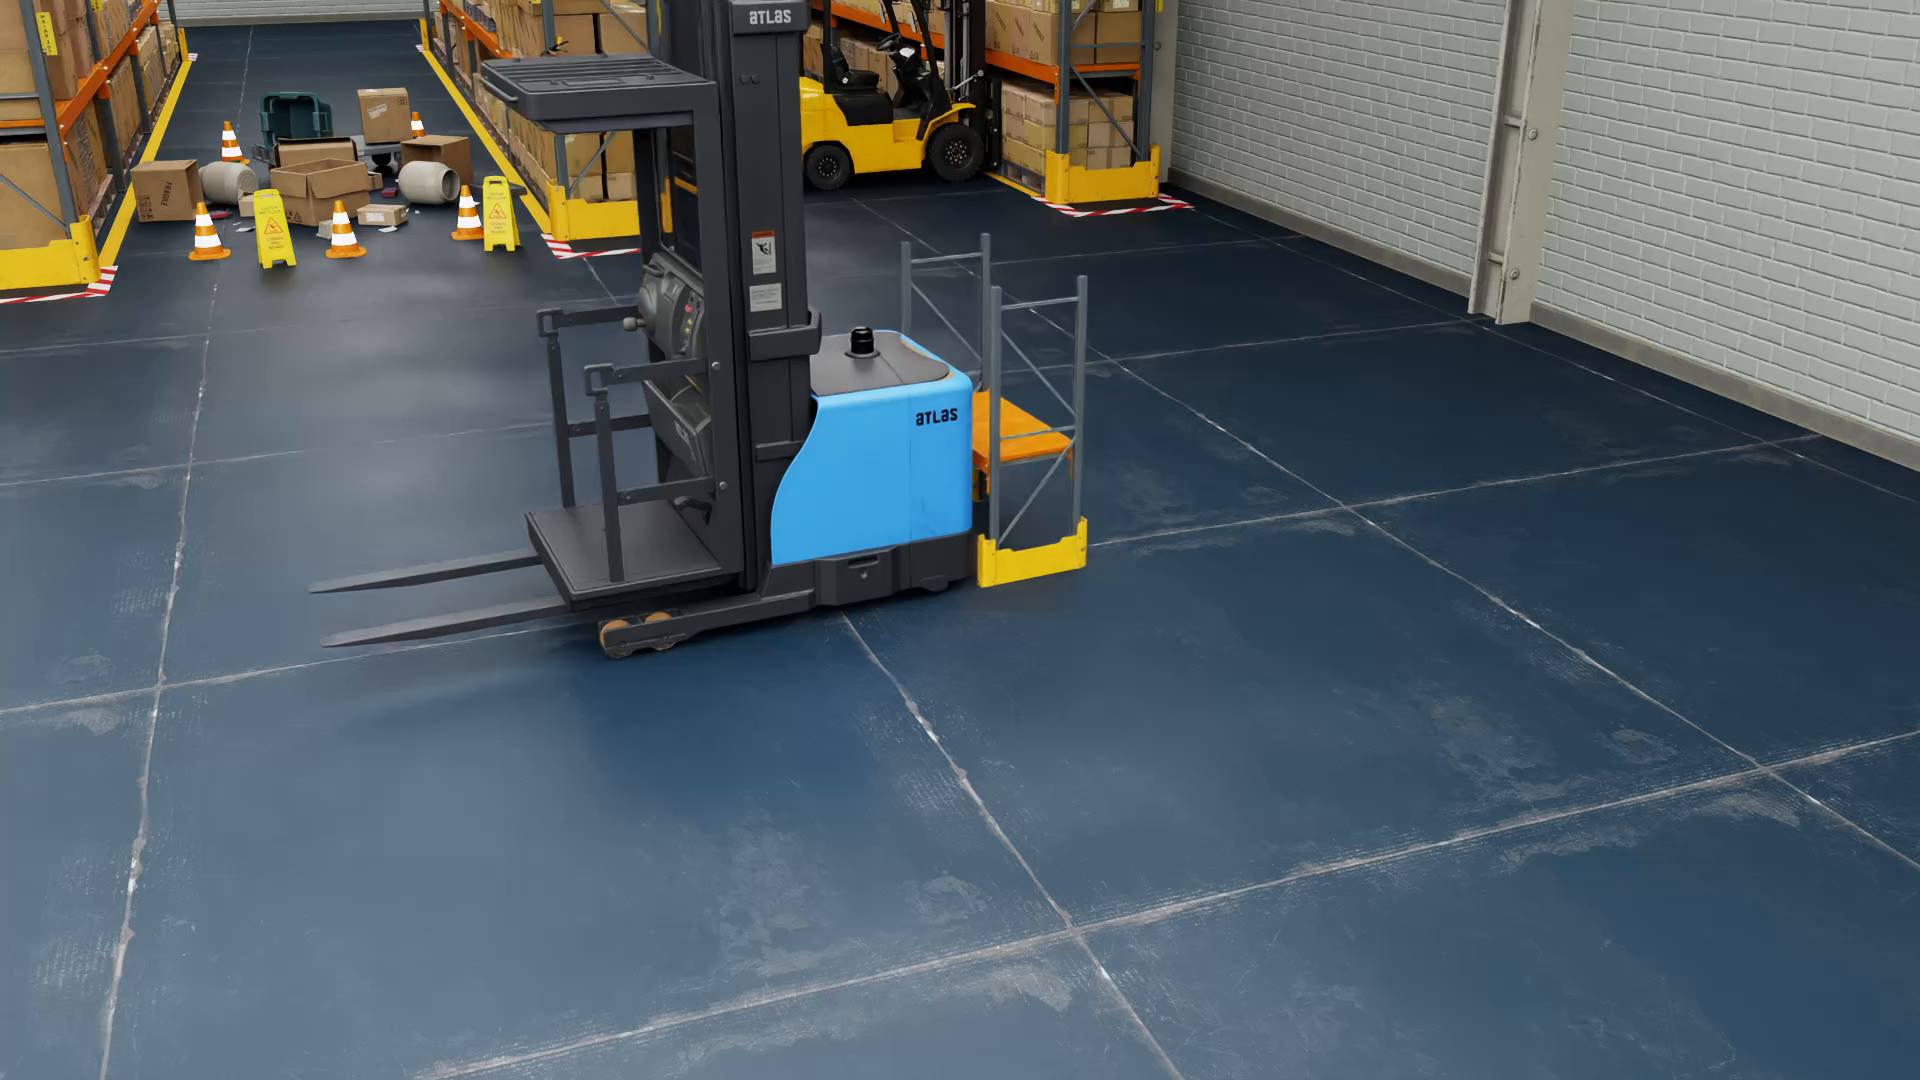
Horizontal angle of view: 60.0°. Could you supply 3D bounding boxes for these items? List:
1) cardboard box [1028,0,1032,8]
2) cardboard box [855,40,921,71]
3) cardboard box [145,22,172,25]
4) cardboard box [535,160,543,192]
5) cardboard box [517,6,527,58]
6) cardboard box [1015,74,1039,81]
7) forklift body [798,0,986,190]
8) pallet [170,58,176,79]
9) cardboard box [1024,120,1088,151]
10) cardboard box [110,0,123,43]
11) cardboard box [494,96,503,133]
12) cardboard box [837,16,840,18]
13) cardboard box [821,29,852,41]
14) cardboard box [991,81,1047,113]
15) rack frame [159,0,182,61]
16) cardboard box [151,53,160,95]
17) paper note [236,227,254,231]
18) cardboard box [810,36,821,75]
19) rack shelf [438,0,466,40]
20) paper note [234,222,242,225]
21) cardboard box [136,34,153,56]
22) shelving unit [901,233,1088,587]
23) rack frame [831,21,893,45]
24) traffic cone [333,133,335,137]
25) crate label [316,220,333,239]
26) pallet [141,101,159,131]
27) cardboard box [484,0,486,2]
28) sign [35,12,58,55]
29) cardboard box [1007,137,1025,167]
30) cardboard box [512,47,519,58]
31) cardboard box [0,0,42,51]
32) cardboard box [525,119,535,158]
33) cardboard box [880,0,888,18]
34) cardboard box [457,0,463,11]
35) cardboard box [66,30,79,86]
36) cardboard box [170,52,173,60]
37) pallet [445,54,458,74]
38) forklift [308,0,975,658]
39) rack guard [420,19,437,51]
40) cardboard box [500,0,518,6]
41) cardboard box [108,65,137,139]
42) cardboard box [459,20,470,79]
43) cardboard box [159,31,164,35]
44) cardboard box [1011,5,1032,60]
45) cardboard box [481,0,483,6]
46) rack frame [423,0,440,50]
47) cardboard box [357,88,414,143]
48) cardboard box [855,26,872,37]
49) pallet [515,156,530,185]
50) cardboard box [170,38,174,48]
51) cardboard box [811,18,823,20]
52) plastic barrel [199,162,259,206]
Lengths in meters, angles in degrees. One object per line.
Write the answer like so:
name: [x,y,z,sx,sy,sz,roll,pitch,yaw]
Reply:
cardboard box: [0.916,-5.538,17.064,0.380,0.149,0.250,-8,24,-18]
cardboard box: [-0.928,-6.455,22.721,0.875,0.625,0.625,-8,24,-17]
cardboard box: [-13.013,-8.326,27.006,0.380,0.149,0.250,-8,24,-18]
cardboard box: [-3.903,-3.604,16.439,0.500,0.250,0.500,-8,24,-19]
cardboard box: [-3.985,-4.939,16.095,0.500,0.500,0.500,-8,24,-19]
cardboard box: [0.939,-5.053,18.590,0.500,0.250,0.500,-9,24,-20]
forklift body: [-0.924,-4.962,17.753,2.313,2.155,1.214,-8,24,-19]
pallet: [-12.729,-7.274,25.737,1.003,0.211,1.213,-8,24,-19]
cardboard box: [0.988,-4.205,17.220,0.500,0.250,0.500,-9,24,-20]
cardboard box: [-9.664,-5.793,18.504,0.500,0.500,0.500,-8,24,-18]
cardboard box: [-5.048,-5.119,19.875,0.950,0.372,0.625,-7,24,-16]
cardboard box: [-1.890,-8.056,25.845,0.380,0.149,0.250,-8,24,-18]
cardboard box: [-1.785,-7.306,24.065,0.380,0.149,0.250,-10,25,-22]
cardboard box: [0.625,-4.793,17.971,0.500,0.250,0.500,-8,24,-18]
rack frame: [-13.437,-9.329,27.023,1.000,3.000,0.127,-8,24,-19]
cardboard box: [-11.169,-6.310,22.536,0.500,0.500,0.500,-9,24,-20]
paper note: [-6.736,-2.934,15.675,0.144,0.017,0.142,0,23,-1]
cardboard box: [-1.891,-7.170,24.577,0.500,0.500,0.500,-9,24,-20]
rack shelf: [-6.722,-7.534,23.689,1.077,0.370,4.000,-8,24,-19]
paper note: [-6.920,-3.029,15.925,0.032,0.001,0.123,4,23,9]
cardboard box: [-11.155,-6.649,22.375,0.500,0.250,0.500,-9,25,-21]
shelving unit: [0.145,-0.694,8.465,0.587,1.500,1.083,-11,25,-24]
rack frame: [-1.374,-7.821,23.444,1.000,3.000,0.127,-8,24,-19]
traffic cone: [-7.389,-4.743,19.407,0.336,0.463,0.334,-8,24,-19]
crate label: [-5.803,-2.893,15.438,0.298,0.136,0.250,18,29,36]
pallet: [-10.886,-5.422,21.342,1.003,0.211,1.213,-8,24,-19]
cardboard box: [-5.334,-6.566,19.415,0.500,0.500,0.500,-7,24,-17]
sign: [-7.264,-4.025,13.222,0.100,0.325,0.005,-8,24,-19]
cardboard box: [0.824,-4.150,17.734,0.500,0.250,0.500,-8,24,-19]
cardboard box: [-4.348,-4.945,16.943,0.380,0.149,0.250,-8,24,-19]
cardboard box: [-7.880,-4.223,13.323,0.875,0.550,0.550,-8,24,-19]
cardboard box: [-4.076,-4.133,16.727,0.500,0.500,0.500,-9,24,-20]
cardboard box: [-0.713,-6.812,21.244,0.500,0.250,0.500,-8,24,-19]
cardboard box: [-6.437,-7.218,22.205,0.500,0.250,0.500,-9,25,-21]
cardboard box: [-8.479,-4.318,14.940,0.875,0.550,0.500,-8,24,-19]
cardboard box: [-12.532,-7.585,26.014,0.380,0.149,0.250,-8,24,-18]
pallet: [-7.624,-7.594,26.496,1.003,0.211,1.213,-8,24,-19]
forklift: [-1.488,-1.053,7.475,3.031,2.935,1.130,-10,25,-22]
rack guard: [-8.850,-8.902,29.228,1.175,0.500,0.348,-8,24,-19]
cardboard box: [-4.023,-5.387,15.871,0.700,0.500,0.500,-9,24,-20]
cardboard box: [-10.168,-5.029,19.175,1.050,0.750,0.750,-8,24,-18]
cardboard box: [-6.809,-7.265,24.320,0.875,0.875,0.875,-8,24,-17]
cardboard box: [-12.480,-7.755,25.651,0.380,0.149,0.250,-8,24,-19]
cardboard box: [0.858,-5.293,17.317,0.500,0.500,0.500,-8,24,-17]
cardboard box: [-5.717,-6.680,20.519,0.380,0.149,0.250,-7,24,-16]
rack frame: [-8.842,-10.045,28.721,1.000,3.000,0.127,-8,24,-19]
cardboard box: [-6.257,-4.627,18.110,0.500,0.500,0.500,-8,24,-19]
cardboard box: [-1.335,-7.494,24.510,0.380,0.149,0.250,-8,24,-17]
pallet: [-4.332,-4.161,18.351,1.003,0.211,1.213,-8,24,-19]
cardboard box: [-12.603,-7.819,26.186,0.380,0.149,0.250,-8,24,-18]
cardboard box: [-2.266,-7.888,25.446,0.380,0.149,0.250,-8,24,-19]
plastic barrel: [-7.362,-3.580,16.700,0.512,0.421,0.421,8,24,18]
